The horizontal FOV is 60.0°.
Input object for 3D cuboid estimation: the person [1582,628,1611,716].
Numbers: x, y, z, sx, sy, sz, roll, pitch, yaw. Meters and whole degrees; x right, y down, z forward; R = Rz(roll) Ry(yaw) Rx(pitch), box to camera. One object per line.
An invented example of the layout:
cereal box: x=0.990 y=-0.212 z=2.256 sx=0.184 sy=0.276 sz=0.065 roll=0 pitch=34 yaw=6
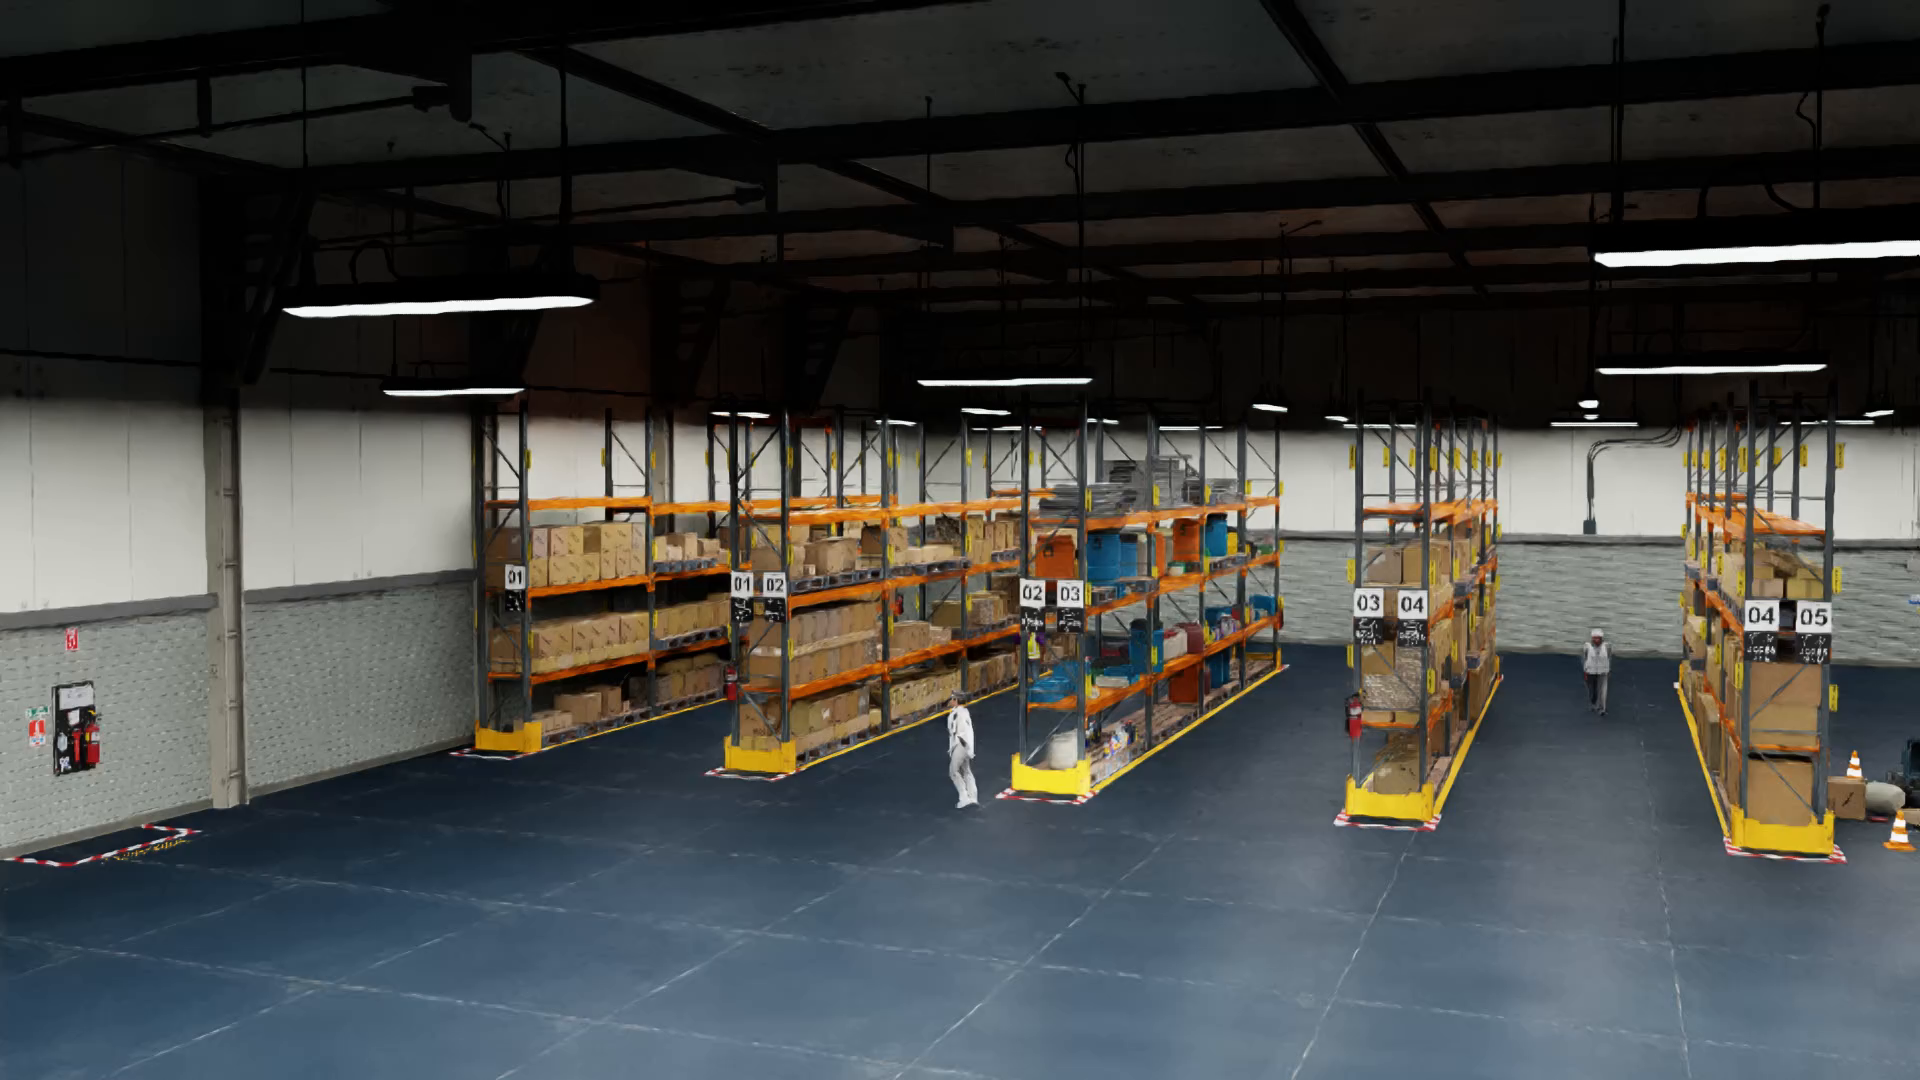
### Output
person: x=12.469 y=2.556 z=32.590 sx=0.543 sy=1.700 sz=1.115 roll=1 pitch=3 yaw=23

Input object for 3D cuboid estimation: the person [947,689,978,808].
person: x=0.031 y=2.987 z=24.010 sx=0.466 sy=1.668 sz=0.593 roll=-1 pitch=3 yaw=-14

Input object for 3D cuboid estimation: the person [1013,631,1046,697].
person: x=1.440 y=2.468 z=34.649 sx=0.719 sy=1.714 sz=0.578 roll=1 pitch=3 yaw=19
